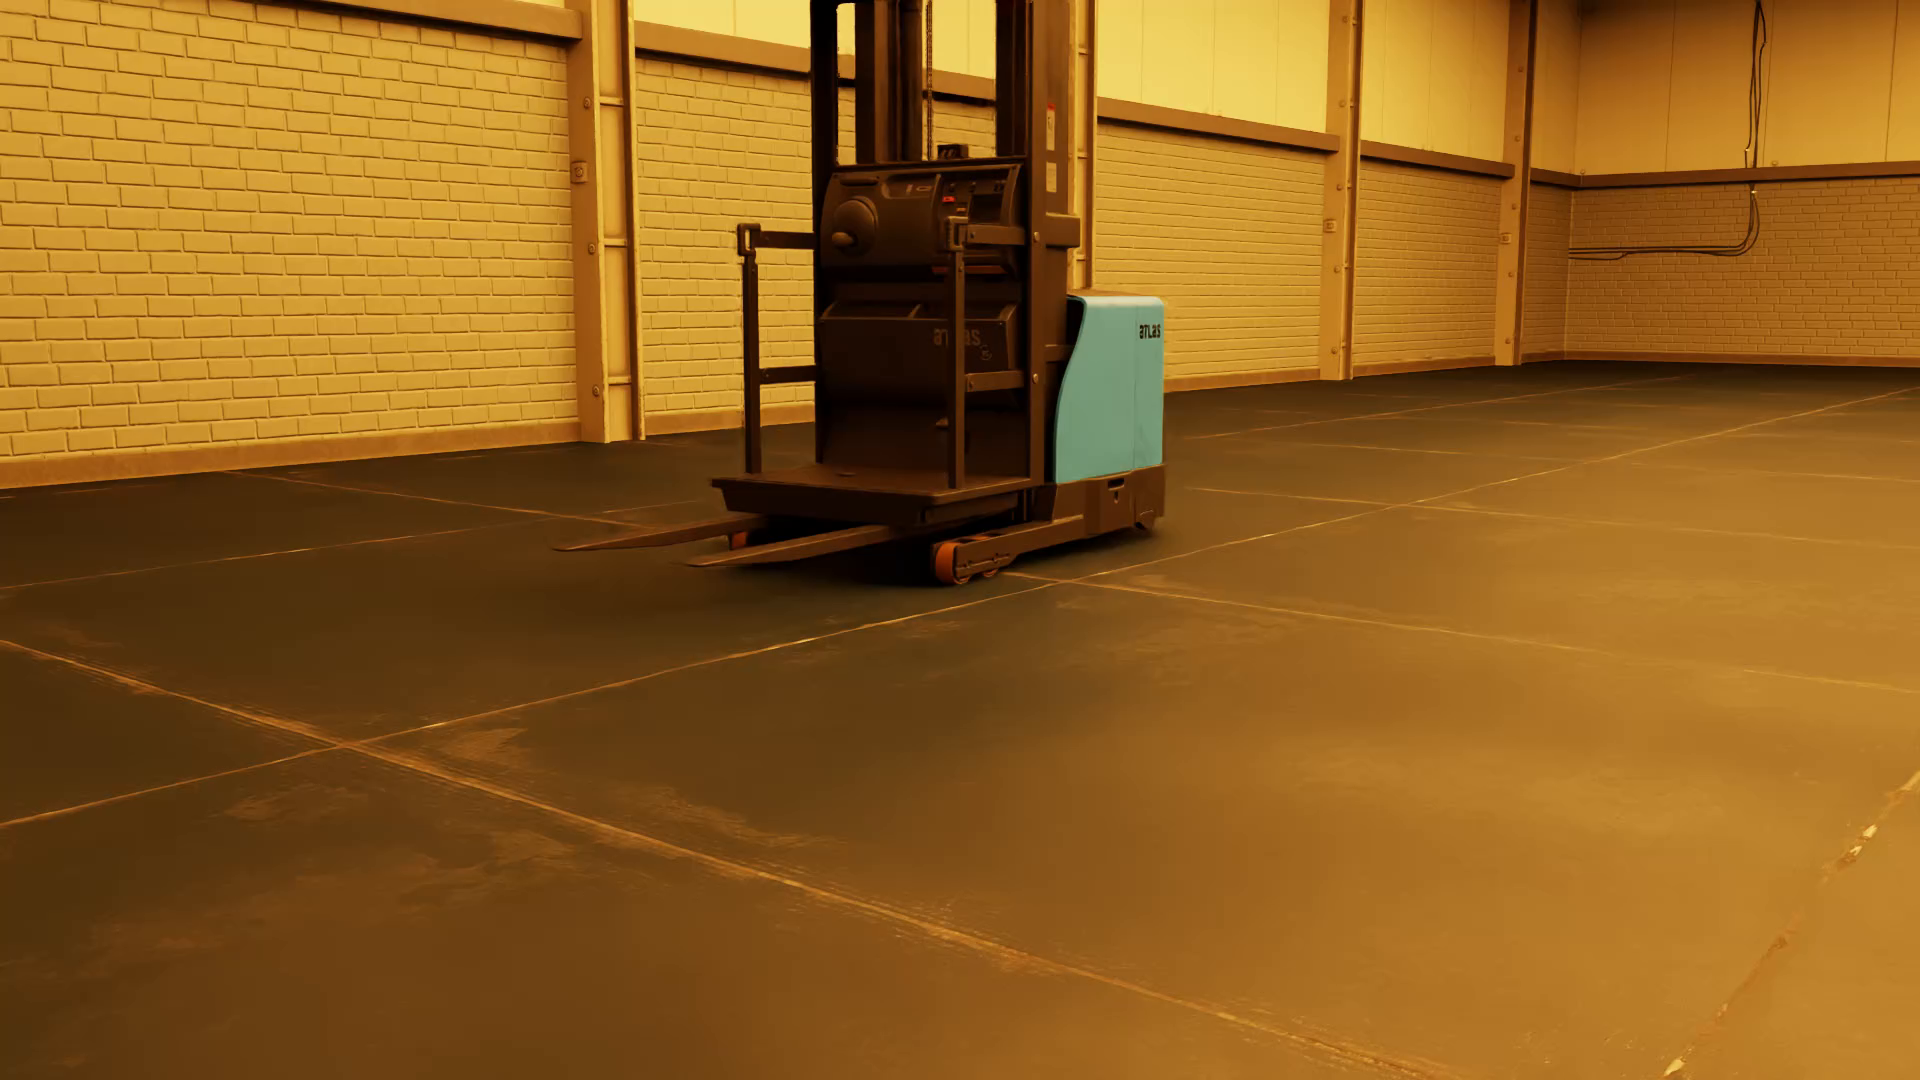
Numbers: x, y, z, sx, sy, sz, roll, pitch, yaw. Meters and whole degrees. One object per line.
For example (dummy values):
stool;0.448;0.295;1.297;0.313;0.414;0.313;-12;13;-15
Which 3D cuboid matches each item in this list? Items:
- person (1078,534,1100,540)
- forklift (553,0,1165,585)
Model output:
person;0.229;-0.820;7.599;0.786;1.563;0.980;-4;9;-27
forklift;-0.283;-1.357;6.558;1.130;2.935;3.031;5;10;33
